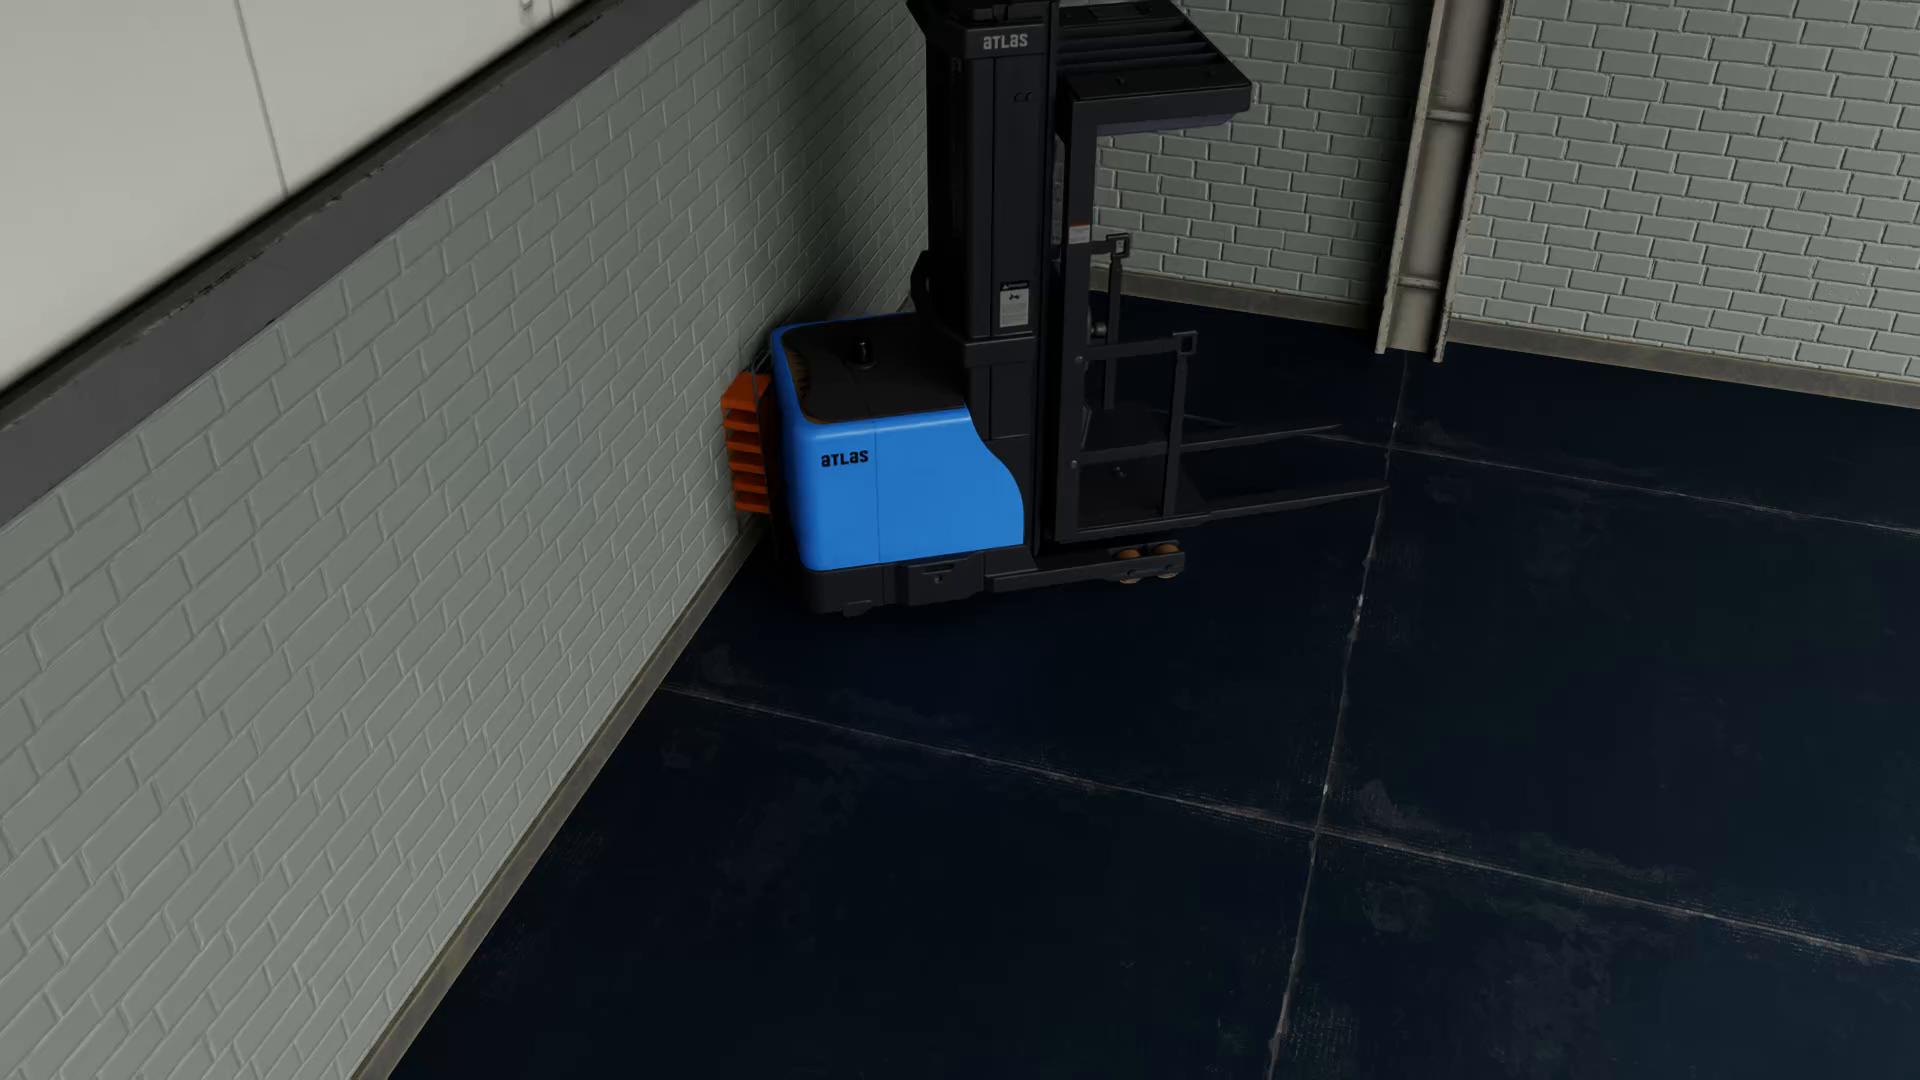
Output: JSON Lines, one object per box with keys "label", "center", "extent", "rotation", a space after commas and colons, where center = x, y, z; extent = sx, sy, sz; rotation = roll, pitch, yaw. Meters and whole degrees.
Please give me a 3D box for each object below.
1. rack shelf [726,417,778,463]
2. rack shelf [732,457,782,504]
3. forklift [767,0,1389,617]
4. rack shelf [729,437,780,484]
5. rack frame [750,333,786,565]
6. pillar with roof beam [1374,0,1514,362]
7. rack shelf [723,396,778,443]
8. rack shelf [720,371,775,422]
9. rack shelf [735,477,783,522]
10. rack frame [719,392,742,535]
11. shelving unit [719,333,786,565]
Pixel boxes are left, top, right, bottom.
{"label": "rack shelf", "center": [-0.983, -0.491, 7.945], "extent": [0.180, 0.103, 0.258], "rotation": [9, 40, 14]}
{"label": "rack shelf", "center": [-0.975, -0.304, 8.095], "extent": [0.180, 0.103, 0.258], "rotation": [9, 40, 14]}
{"label": "forklift", "center": [0.629, -1.265, 7.681], "extent": [3.031, 2.935, 1.130], "rotation": [-8, 37, -10]}
{"label": "rack shelf", "center": [-0.979, -0.398, 8.020], "extent": [0.180, 0.103, 0.258], "rotation": [9, 40, 14]}
{"label": "rack frame", "center": [-0.893, -0.418, 7.970], "extent": [0.006, 1.200, 0.240], "rotation": [9, 40, 14]}
{"label": "pillar with roof beam", "center": [1.431, -2.363, 4.054], "extent": [0.400, 9.000, 9.100], "rotation": [10, 38, 14]}
{"label": "rack shelf", "center": [-0.987, -0.585, 7.870], "extent": [0.180, 0.103, 0.258], "rotation": [9, 40, 14]}
{"label": "rack shelf", "center": [-0.990, -0.678, 7.795], "extent": [0.180, 0.103, 0.258], "rotation": [9, 40, 14]}
{"label": "rack shelf", "center": [-0.971, -0.210, 8.170], "extent": [0.180, 0.103, 0.258], "rotation": [9, 40, 14]}
{"label": "rack frame", "center": [-1.068, -0.446, 8.015], "extent": [0.006, 1.200, 0.240], "rotation": [9, 40, 14]}
{"label": "shelving unit", "center": [-0.980, -0.432, 7.993], "extent": [0.189, 1.200, 0.258], "rotation": [9, 40, 14]}
